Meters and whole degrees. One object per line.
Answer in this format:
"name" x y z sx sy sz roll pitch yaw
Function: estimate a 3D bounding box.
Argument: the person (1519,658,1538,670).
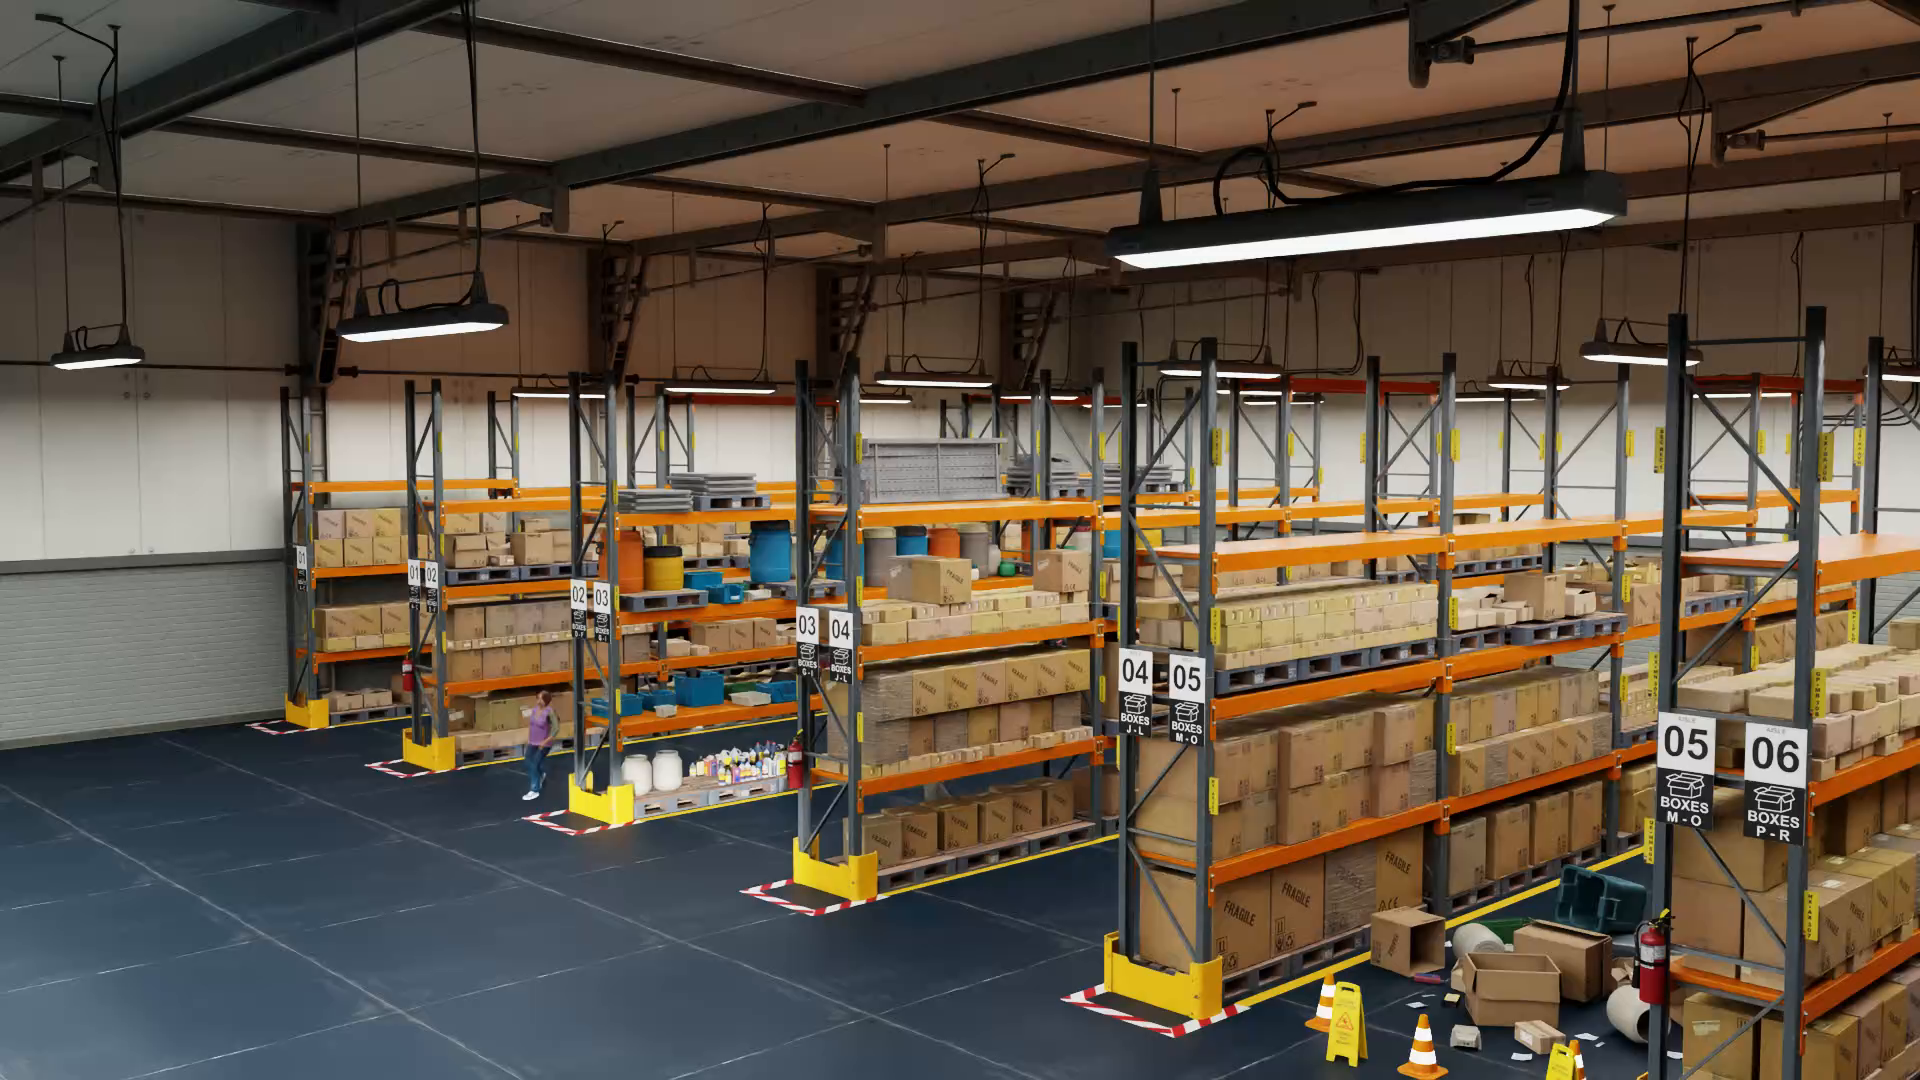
"person" 9.060 2.619 26.576 0.896 1.665 0.623 -3 5 -40

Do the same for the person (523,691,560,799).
"person" -5.898 2.900 23.560 0.583 1.531 0.524 2 4 24

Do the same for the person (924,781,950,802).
"person" -0.340 2.884 21.871 0.647 1.828 0.863 4 5 44
